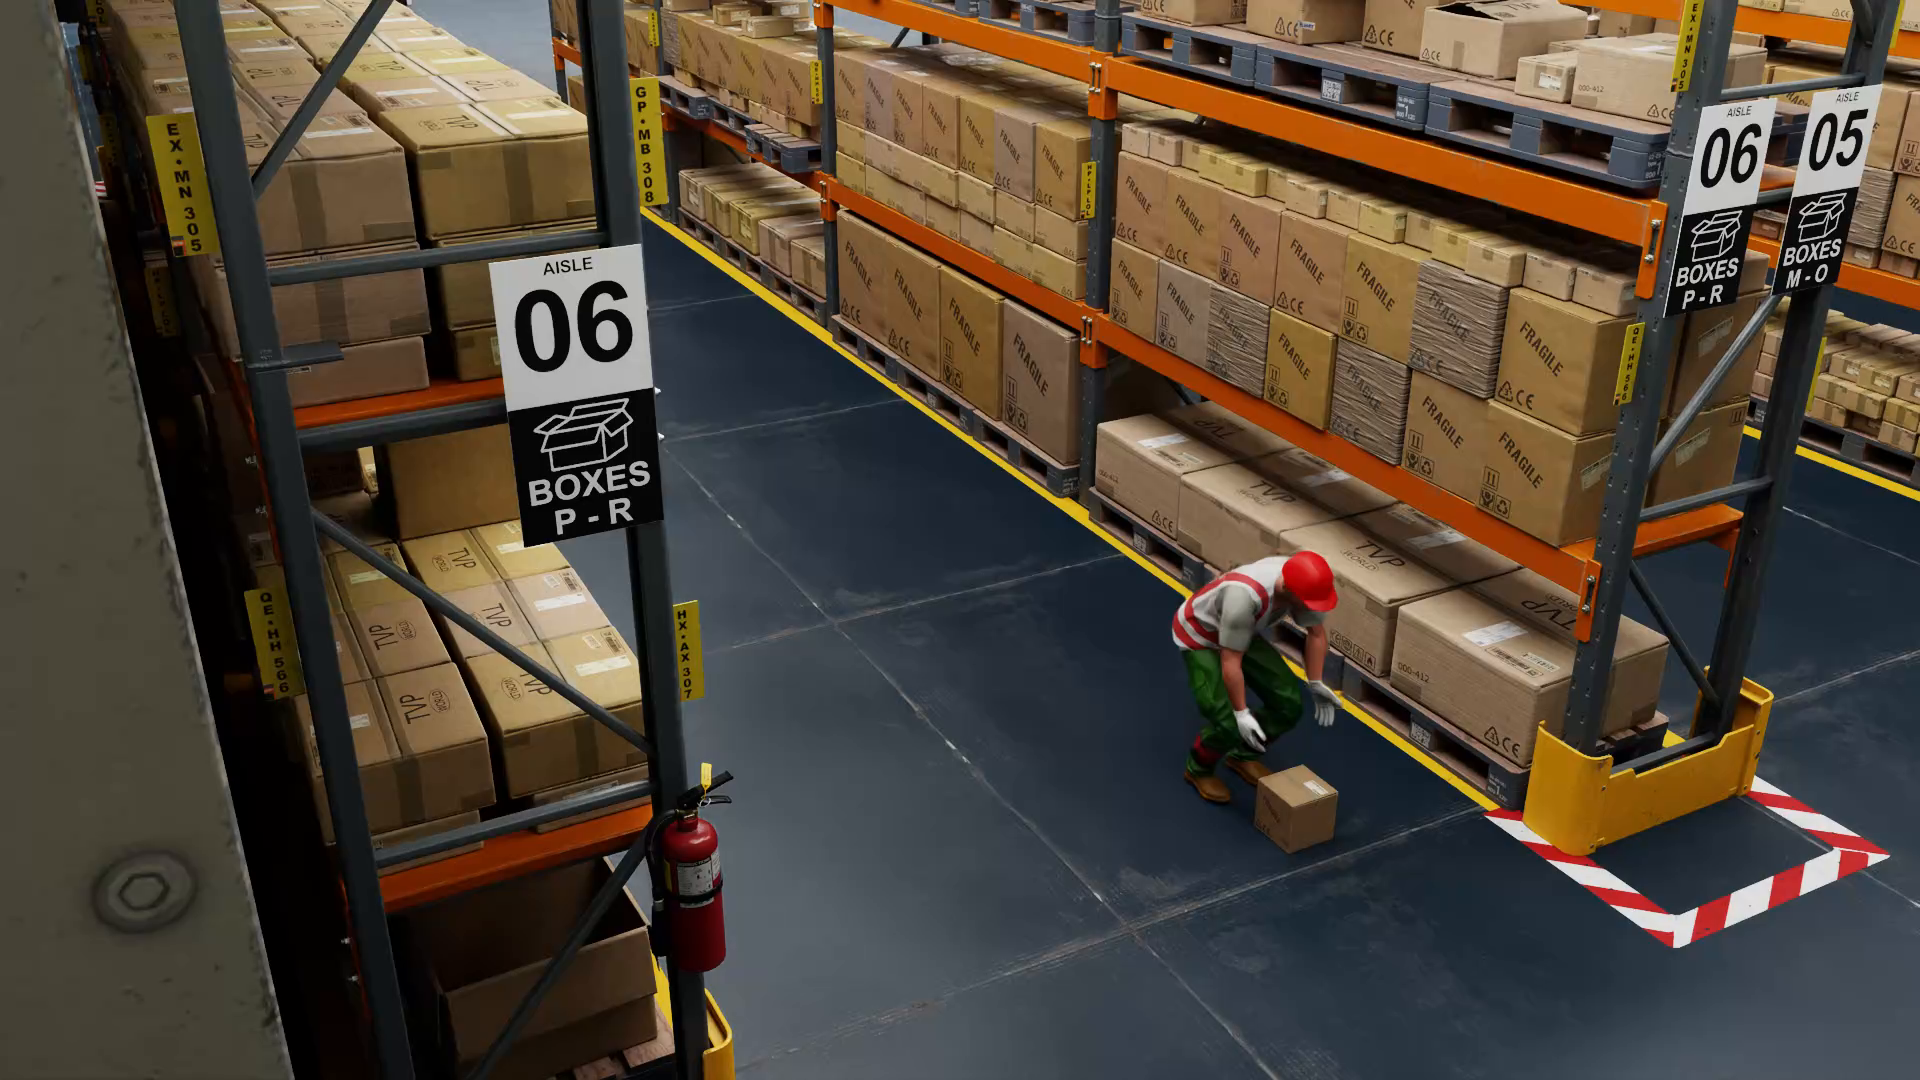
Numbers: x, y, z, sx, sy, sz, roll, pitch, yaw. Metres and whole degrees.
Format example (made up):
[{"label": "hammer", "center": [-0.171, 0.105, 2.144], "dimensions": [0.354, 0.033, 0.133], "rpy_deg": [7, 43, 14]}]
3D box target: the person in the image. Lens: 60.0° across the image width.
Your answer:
[{"label": "person", "center": [1.330, 0.553, 7.460], "dimensions": [0.584, 1.321, 0.808], "rpy_deg": [-14, 29, -27]}]
